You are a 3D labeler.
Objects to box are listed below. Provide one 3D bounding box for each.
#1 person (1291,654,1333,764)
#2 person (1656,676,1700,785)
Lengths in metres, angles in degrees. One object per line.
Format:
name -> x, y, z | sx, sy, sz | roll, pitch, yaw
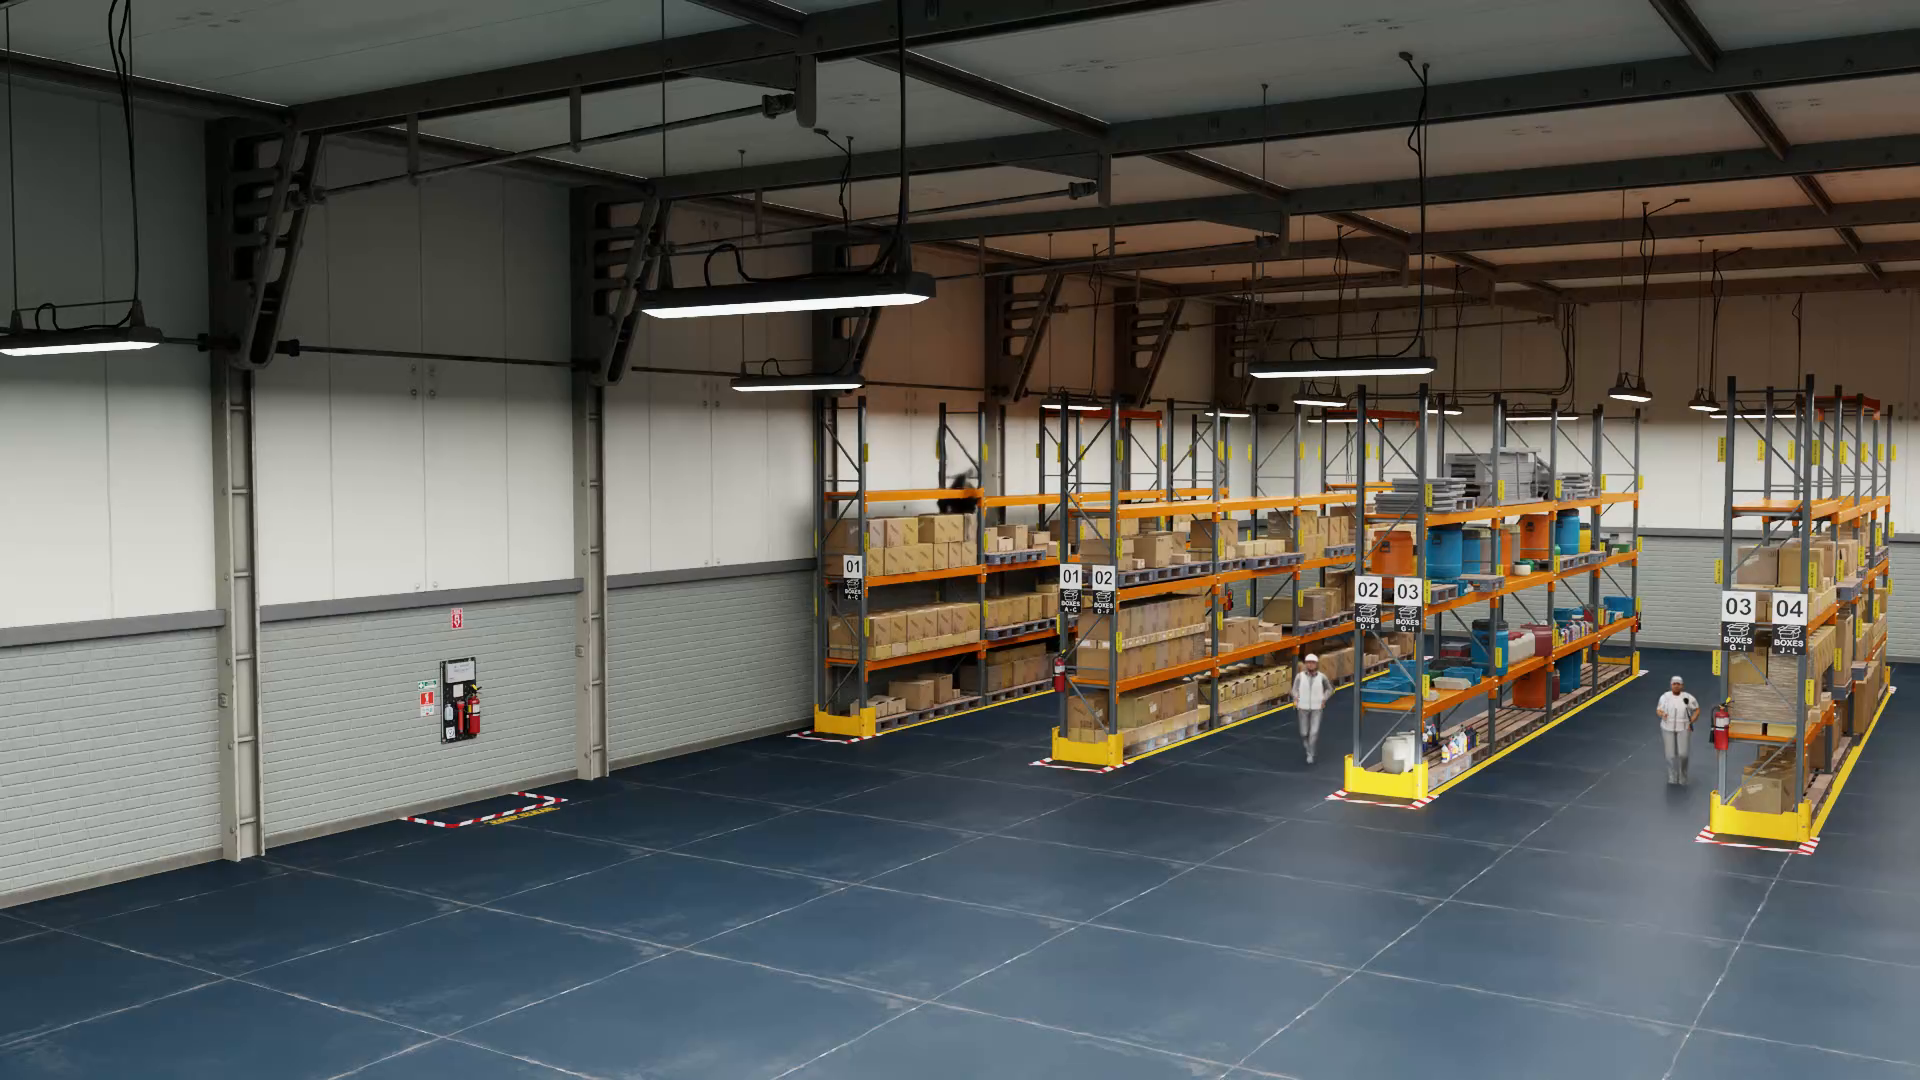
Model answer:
person -> 5.714, 2.722, 27.033 | 0.661, 1.744, 0.733 | 1, 3, 15
person -> 10.756, 2.870, 24.956 | 0.591, 1.638, 0.576 | 2, 3, 29
